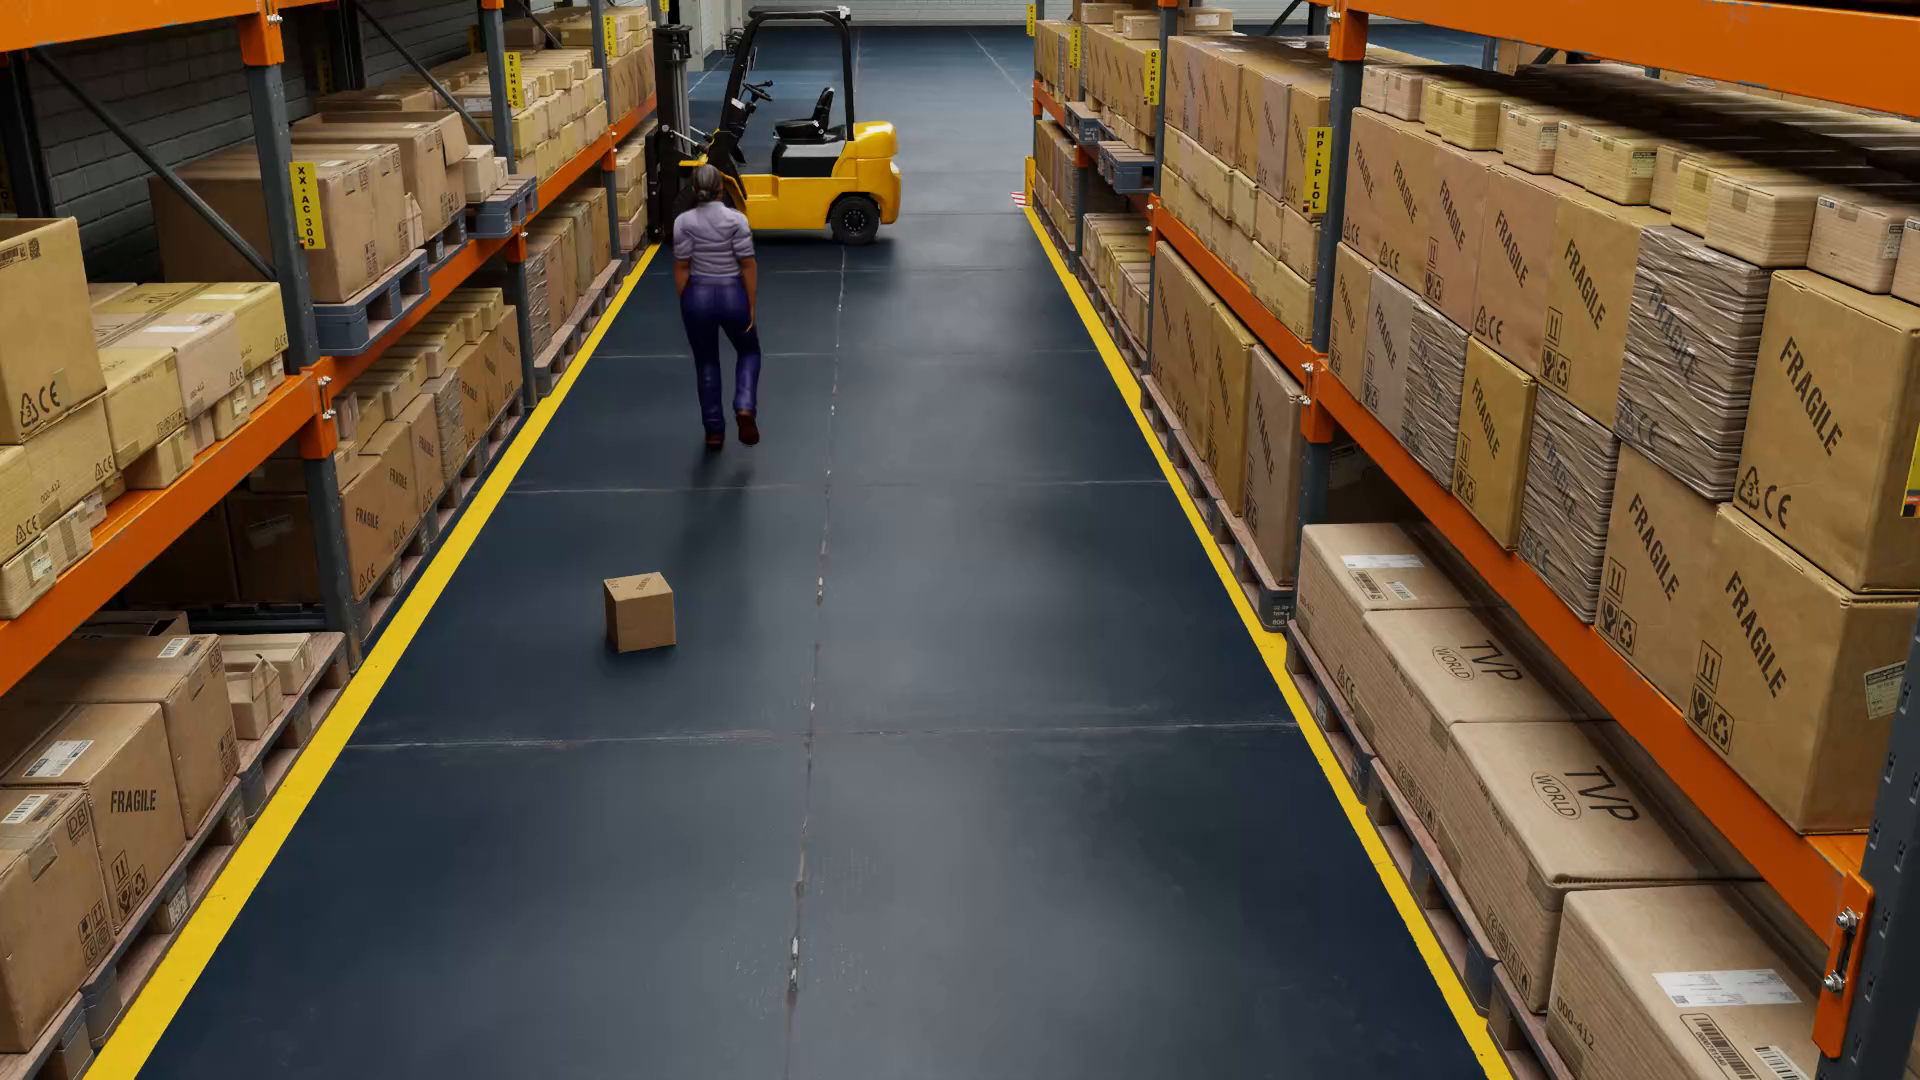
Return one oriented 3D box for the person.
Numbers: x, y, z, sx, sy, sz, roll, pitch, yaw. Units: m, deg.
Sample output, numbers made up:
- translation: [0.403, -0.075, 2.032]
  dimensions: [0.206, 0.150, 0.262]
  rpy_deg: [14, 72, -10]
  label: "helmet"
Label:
- translation: [-1.406, -1.346, 9.661]
  dimensions: [0.475, 1.637, 0.454]
  rpy_deg: [-2, 21, -5]
  label: "person"
